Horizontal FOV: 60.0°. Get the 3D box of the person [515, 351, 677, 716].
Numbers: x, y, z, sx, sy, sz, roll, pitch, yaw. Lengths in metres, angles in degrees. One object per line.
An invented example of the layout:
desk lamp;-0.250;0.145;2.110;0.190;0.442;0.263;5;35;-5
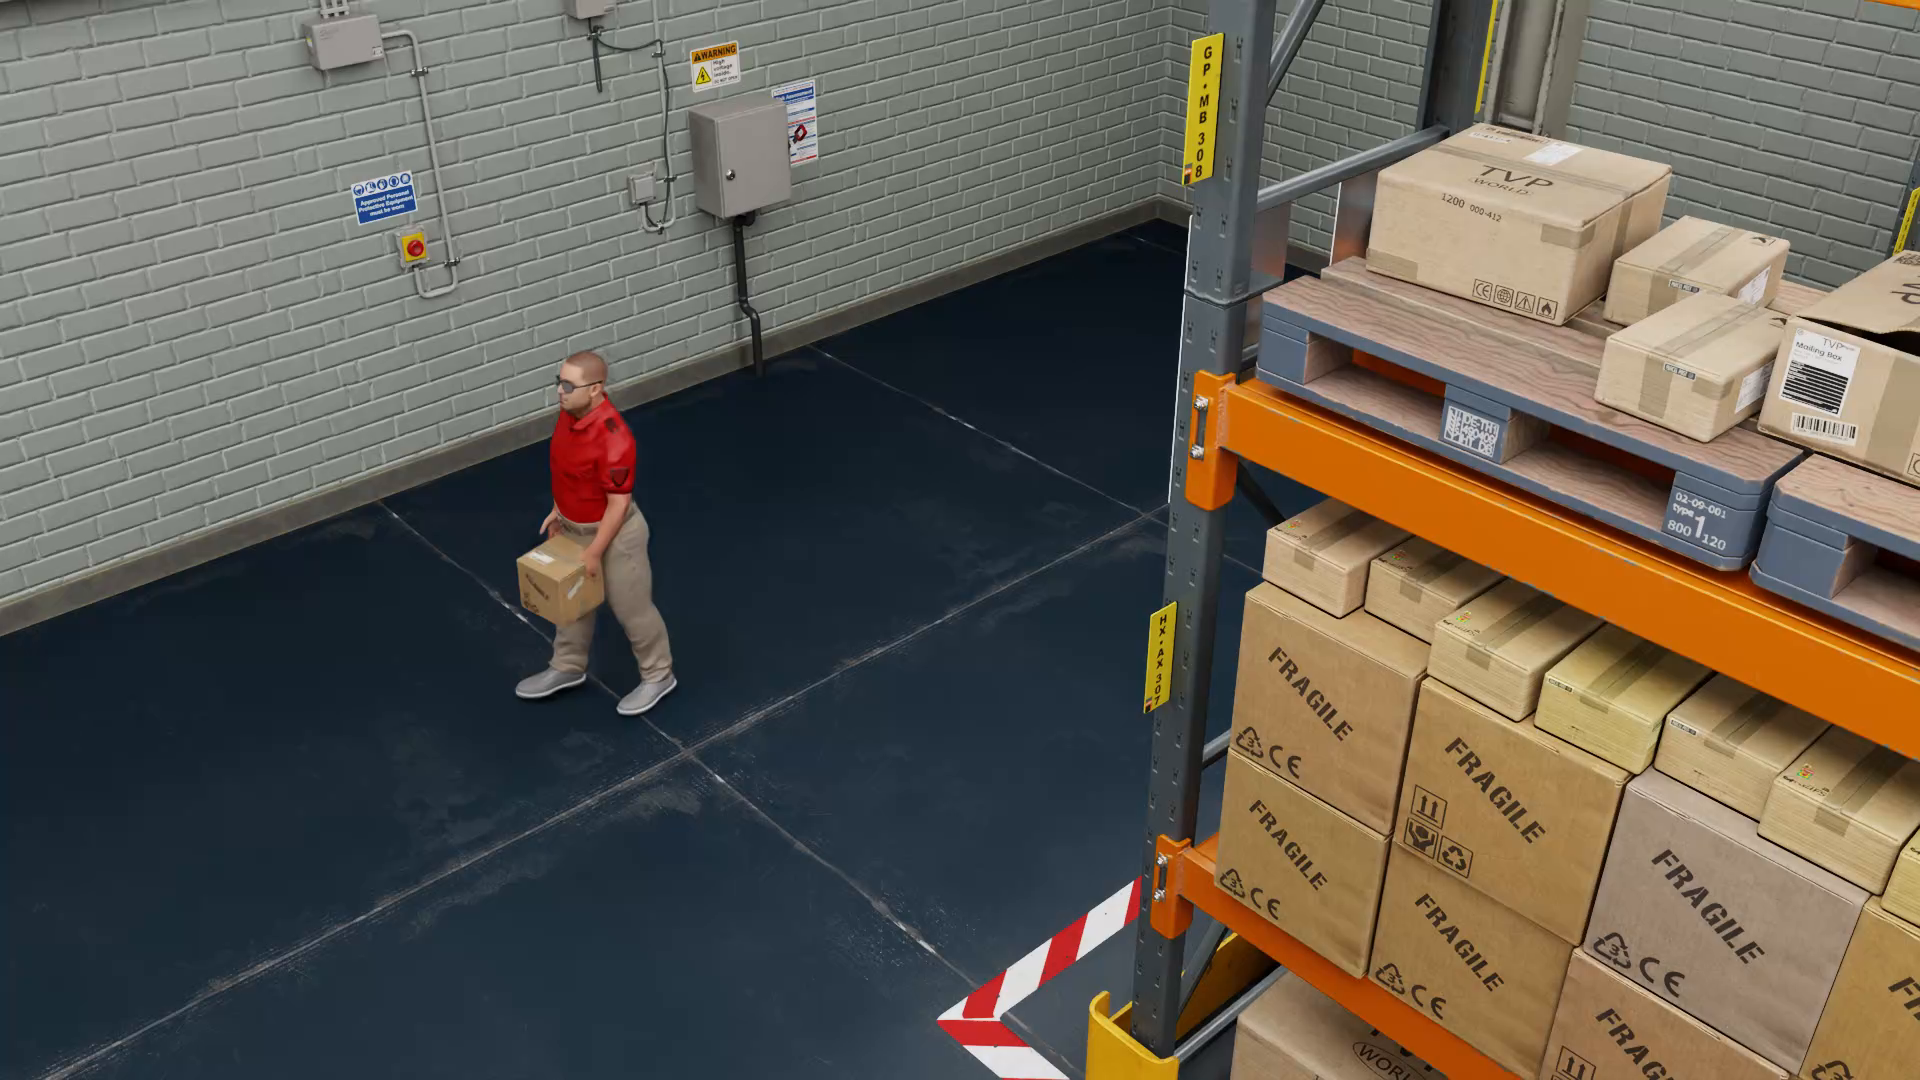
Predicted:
person;-1.622;0.002;7.133;0.648;1.724;0.577;-21;37;-31
